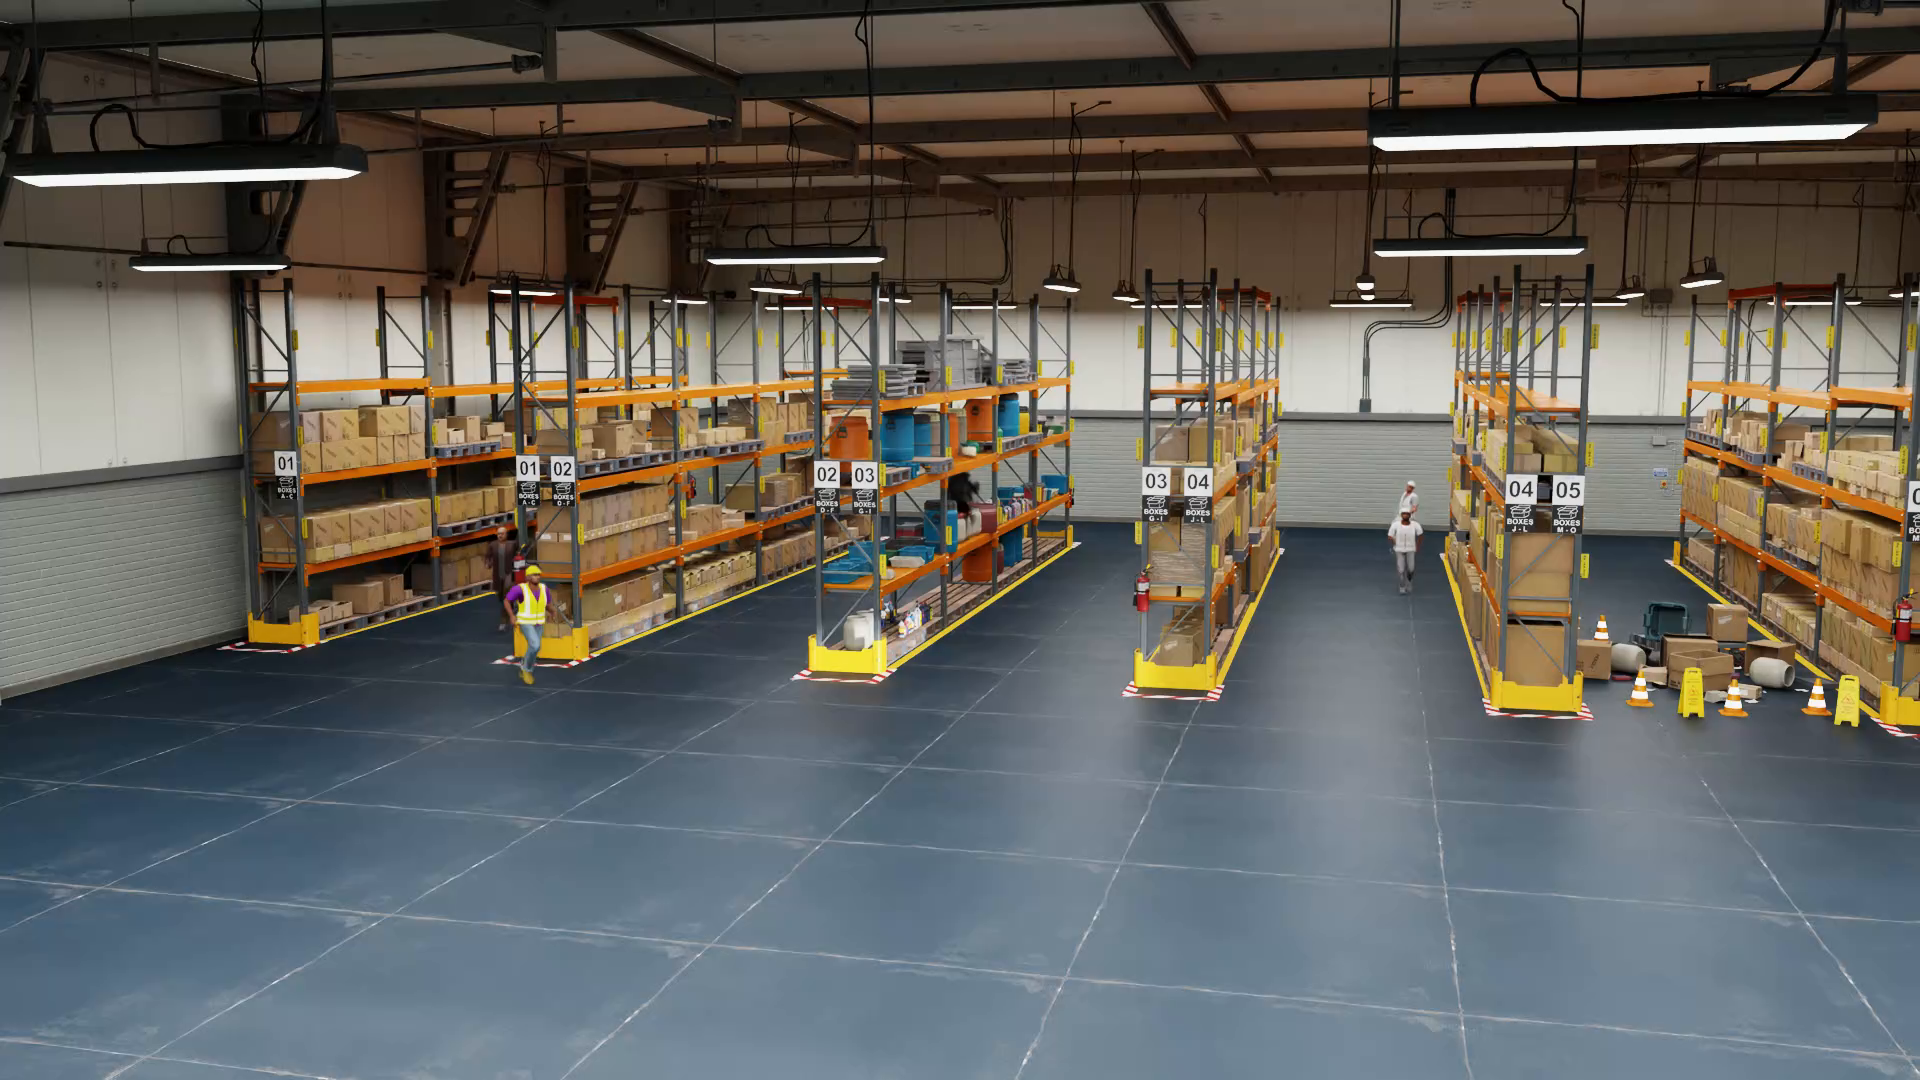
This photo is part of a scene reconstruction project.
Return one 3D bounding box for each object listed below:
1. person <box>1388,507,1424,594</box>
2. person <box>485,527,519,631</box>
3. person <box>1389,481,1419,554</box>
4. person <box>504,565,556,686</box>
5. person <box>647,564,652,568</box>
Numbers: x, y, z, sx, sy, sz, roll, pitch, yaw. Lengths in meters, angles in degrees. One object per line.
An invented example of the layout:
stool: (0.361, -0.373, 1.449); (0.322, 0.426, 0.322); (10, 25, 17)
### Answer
person: (8.767, 0.217, 32.732); (0.688, 1.721, 0.582); (2, 7, 14)
person: (-7.926, 0.641, 29.029); (0.690, 1.771, 1.042); (0, 7, 4)
person: (10.352, -0.522, 38.705); (0.661, 1.720, 0.689); (-5, 8, -34)
person: (-6.251, 1.233, 24.320); (0.783, 1.747, 0.643); (6, 9, 40)
person: (-6.641, -0.088, 35.487); (0.590, 1.644, 0.880); (0, 7, -3)
